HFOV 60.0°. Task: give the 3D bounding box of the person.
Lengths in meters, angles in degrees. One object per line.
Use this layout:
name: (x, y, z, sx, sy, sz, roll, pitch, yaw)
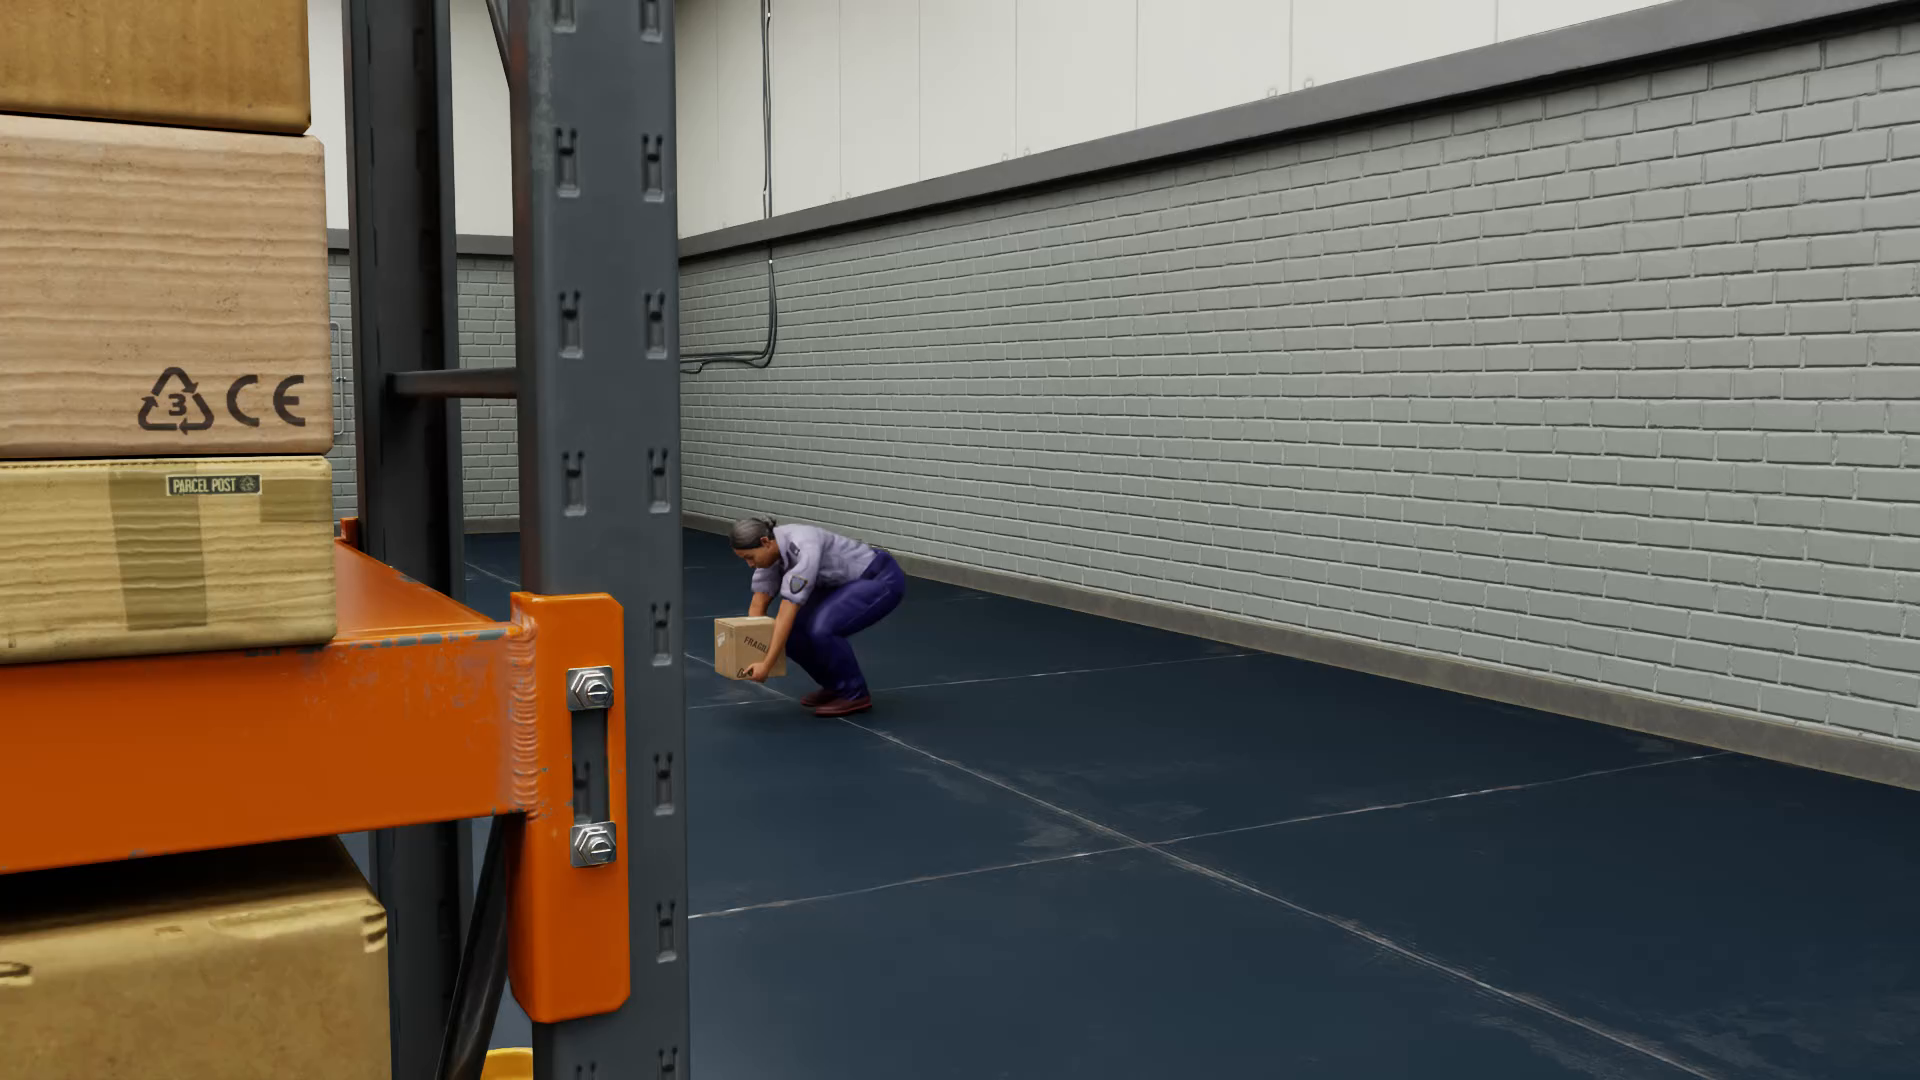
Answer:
person: (-0.675, 0.341, 7.784, 0.868, 0.941, 0.508, -3, 6, -31)
